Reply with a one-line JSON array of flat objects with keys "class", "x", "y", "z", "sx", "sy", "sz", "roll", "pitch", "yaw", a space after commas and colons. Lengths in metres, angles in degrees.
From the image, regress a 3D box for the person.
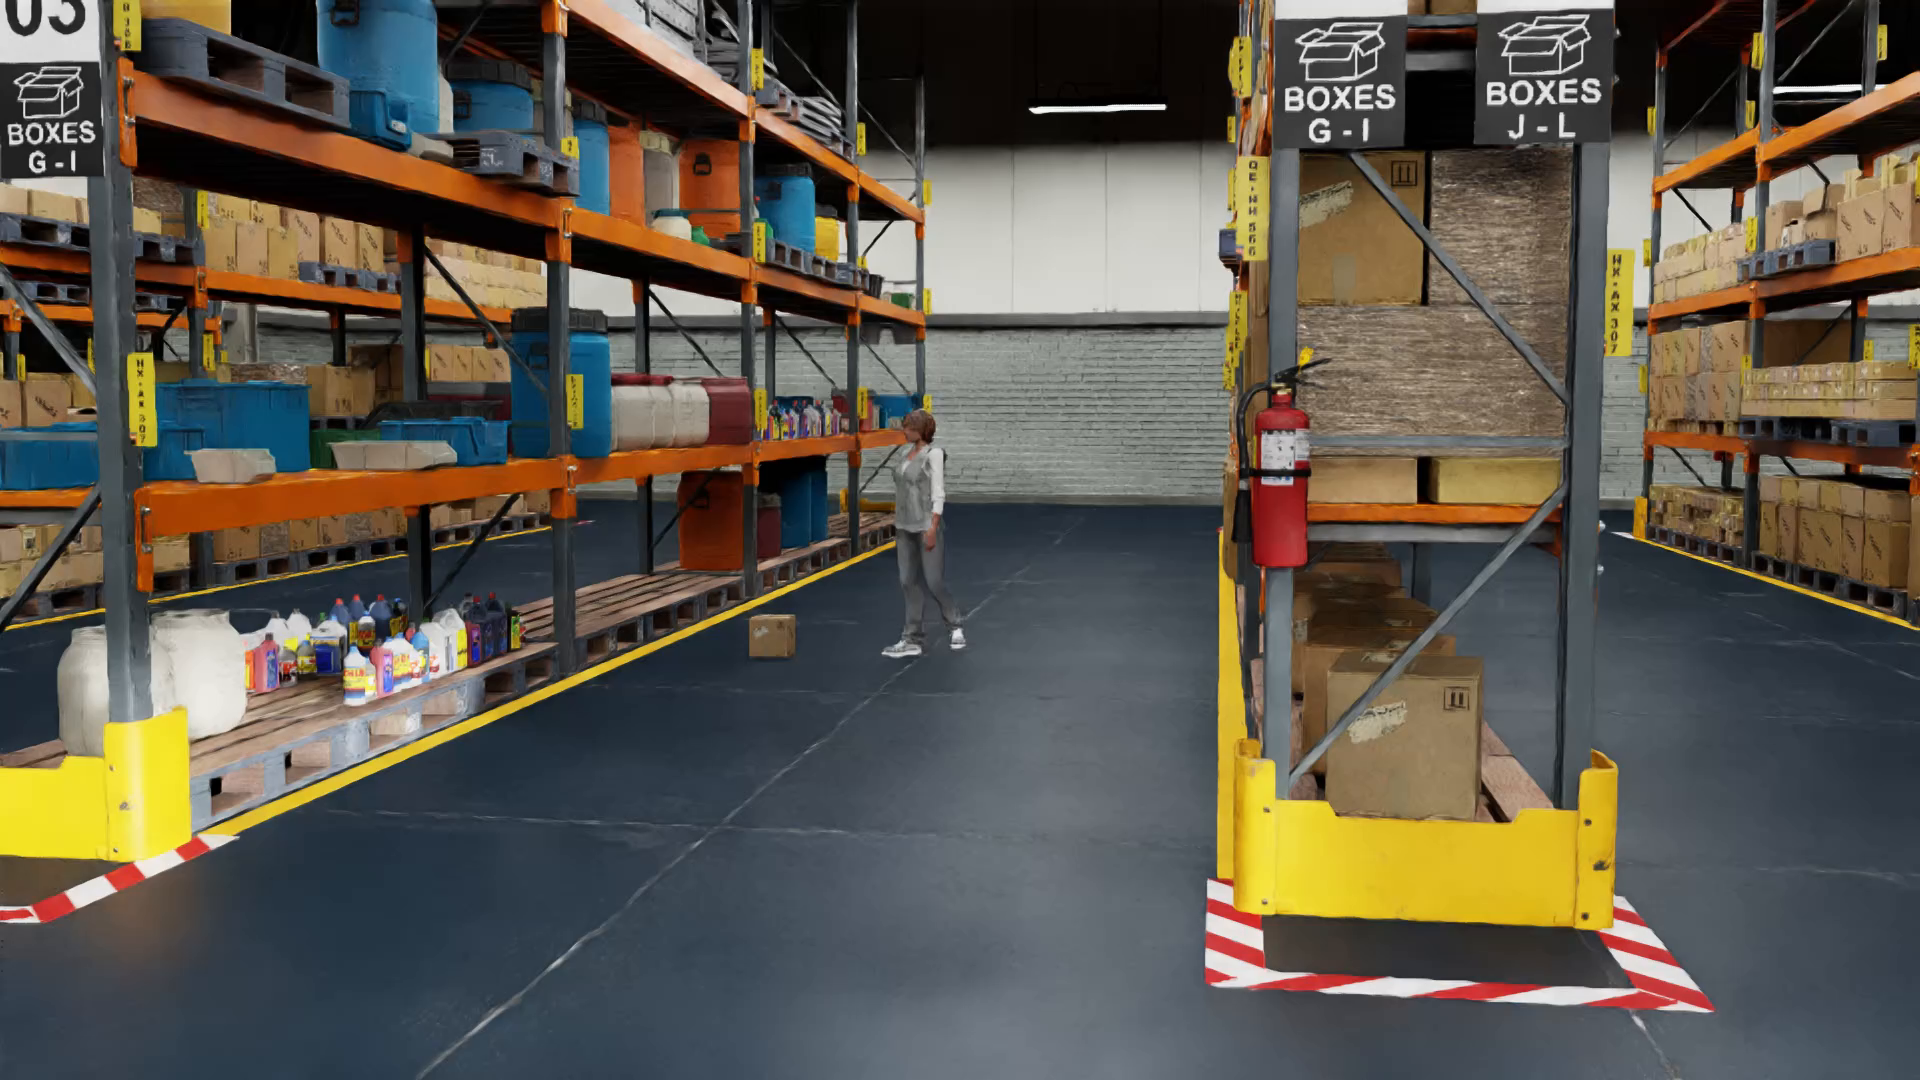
[{"class": "person", "x": -0.229, "y": -0.054, "z": 10.754, "sx": 0.576, "sy": 1.597, "sz": 0.463, "roll": -4, "pitch": 6, "yaw": -40}]
